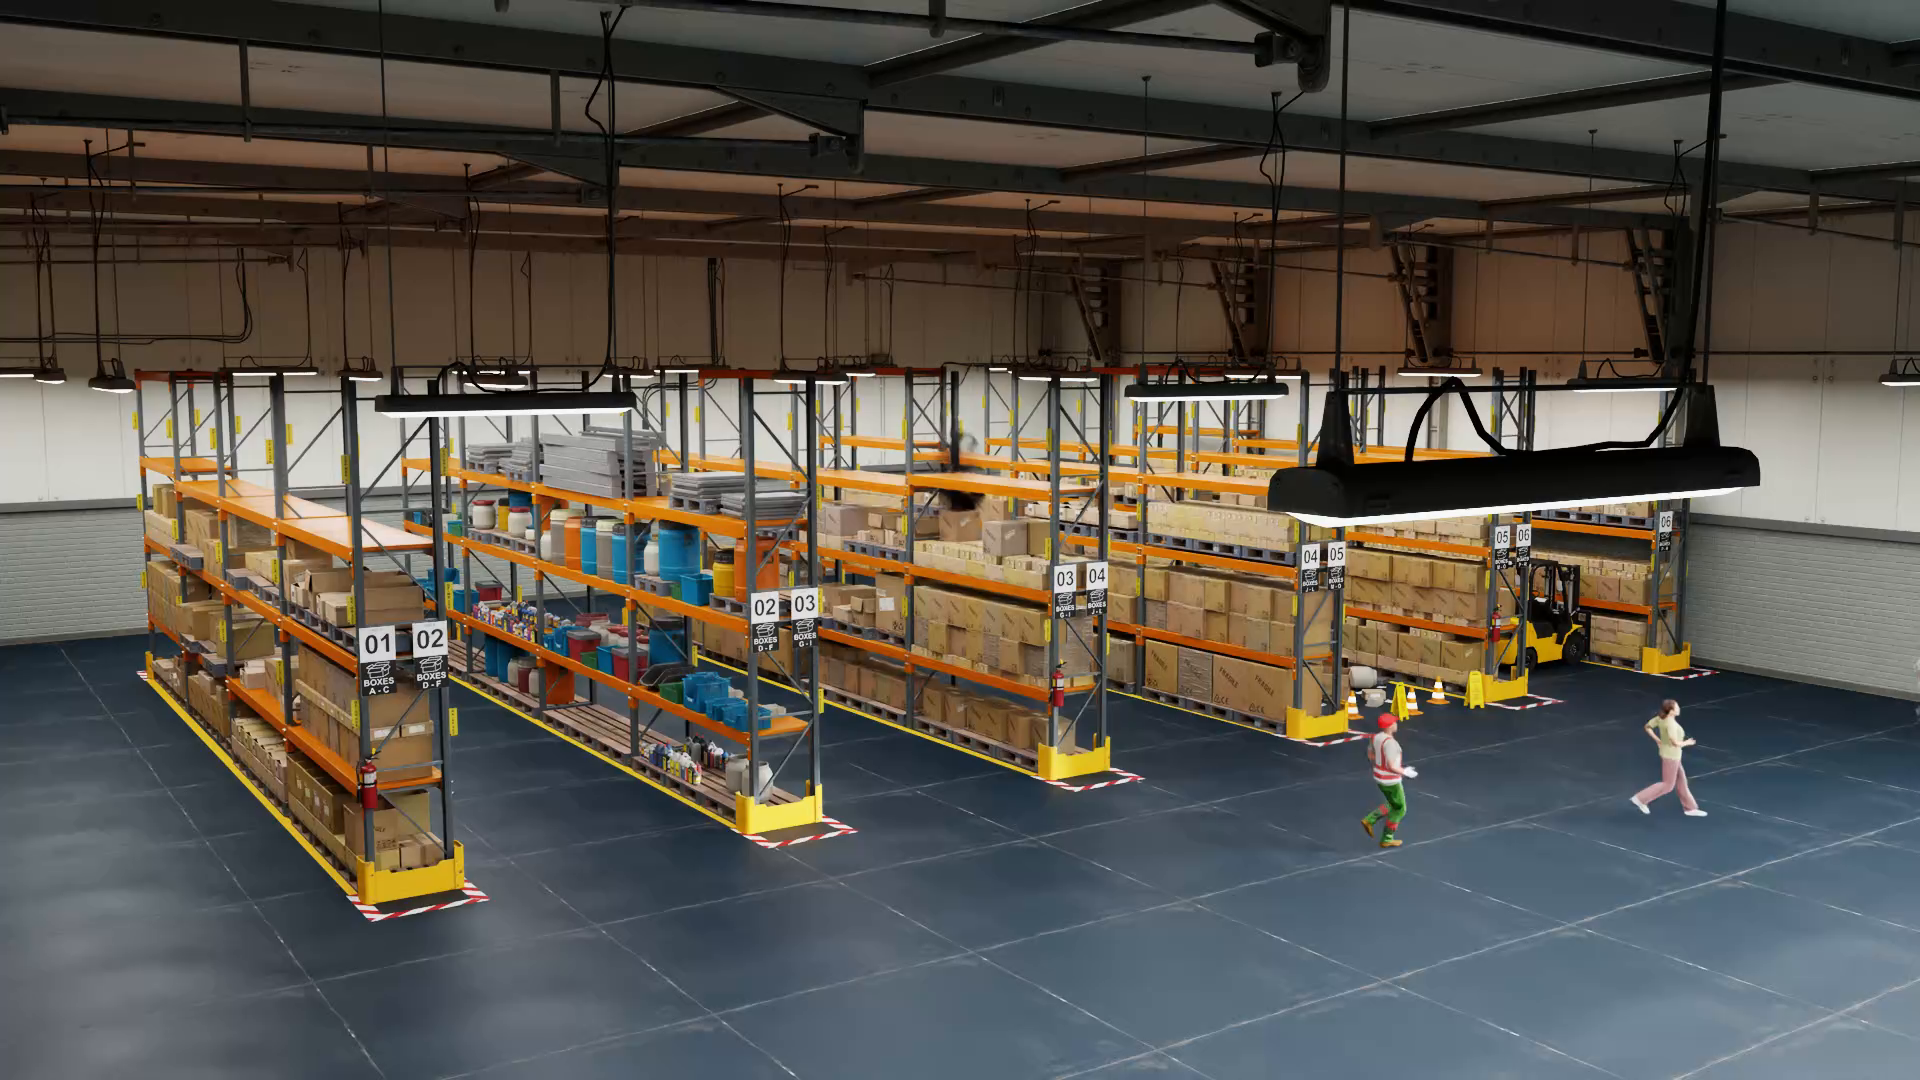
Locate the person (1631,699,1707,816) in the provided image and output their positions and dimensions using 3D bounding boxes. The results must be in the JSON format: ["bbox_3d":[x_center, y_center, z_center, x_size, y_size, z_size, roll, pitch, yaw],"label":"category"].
[{"bbox_3d":[9.625,2.948,22.498,1.053,1.626,0.588,0,6,4],"label":"person"}]

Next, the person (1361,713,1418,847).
[{"bbox_3d":[5.477,3.069,21.282,0.615,1.738,0.652,-1,7,-8],"label":"person"}]
